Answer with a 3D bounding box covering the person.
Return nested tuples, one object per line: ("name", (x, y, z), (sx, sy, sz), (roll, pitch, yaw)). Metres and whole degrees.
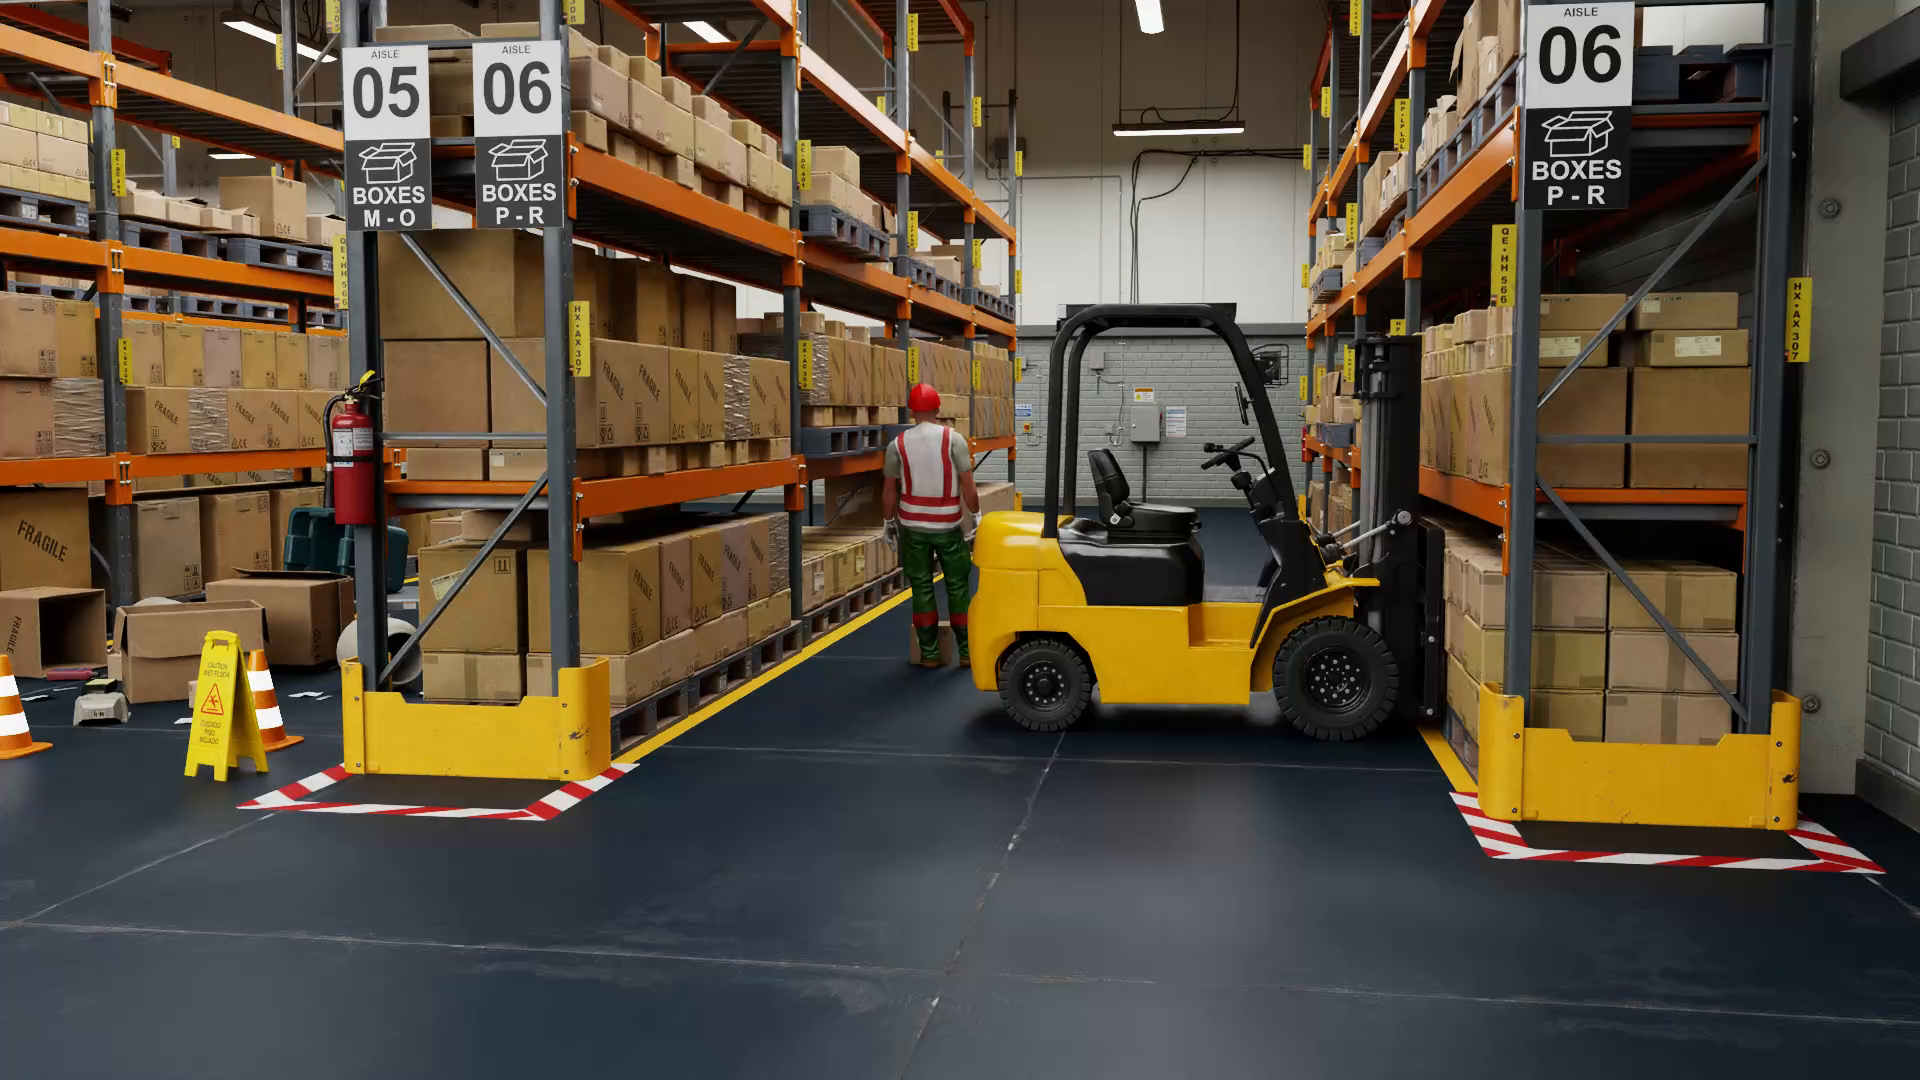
("person", (-0.161, -0.093, 10.530), (0.638, 1.784, 0.563), (1, 4, 7))
